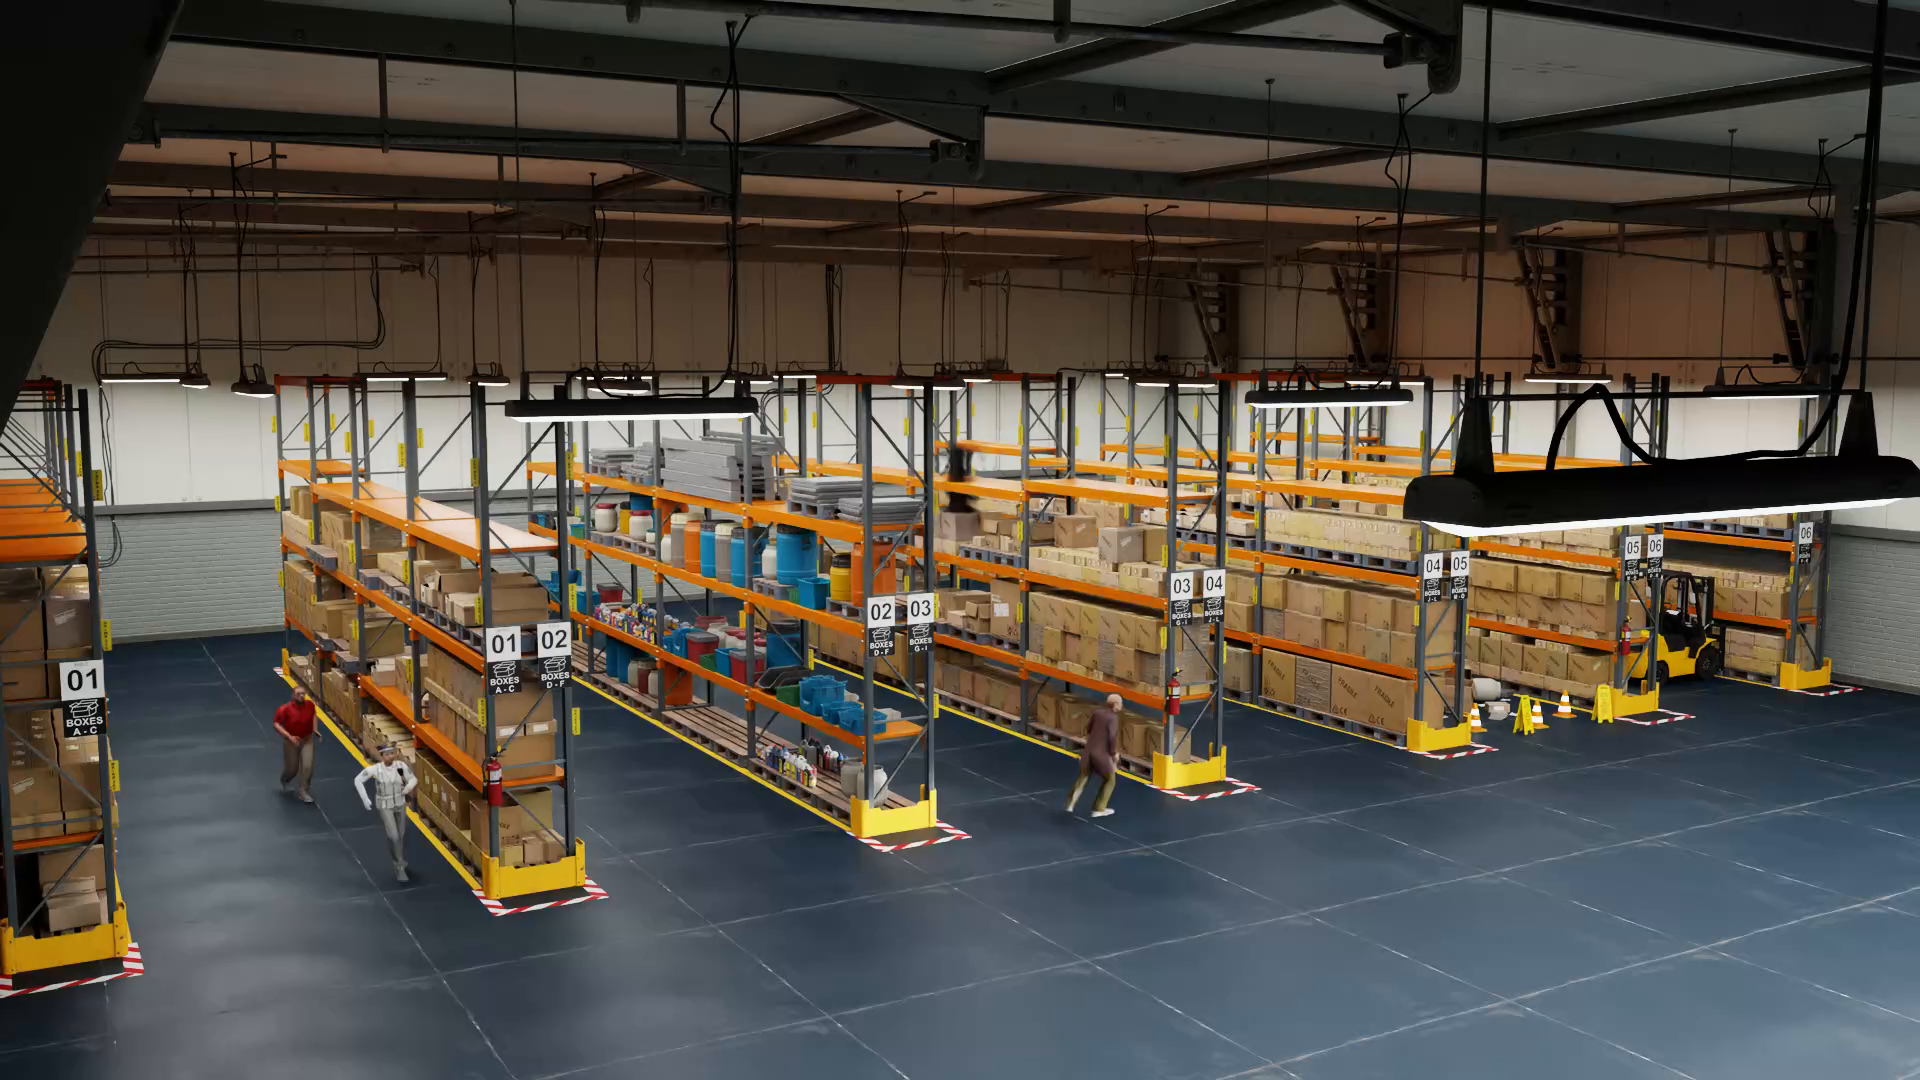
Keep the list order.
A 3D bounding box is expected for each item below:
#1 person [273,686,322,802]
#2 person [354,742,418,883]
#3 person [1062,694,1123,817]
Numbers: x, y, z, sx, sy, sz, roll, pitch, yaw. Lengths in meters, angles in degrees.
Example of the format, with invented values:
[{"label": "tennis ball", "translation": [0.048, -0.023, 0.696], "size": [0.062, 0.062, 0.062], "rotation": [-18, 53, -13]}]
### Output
[{"label": "person", "translation": [-9.547, 2.898, 23.878], "size": [0.662, 1.678, 0.794], "rotation": [-6, 8, -41]}, {"label": "person", "translation": [-7.011, 3.296, 20.252], "size": [0.611, 1.741, 0.686], "rotation": [-5, 8, -38]}, {"label": "person", "translation": [1.878, 3.071, 22.994], "size": [0.930, 1.511, 0.736], "rotation": [-5, 8, -41]}]
